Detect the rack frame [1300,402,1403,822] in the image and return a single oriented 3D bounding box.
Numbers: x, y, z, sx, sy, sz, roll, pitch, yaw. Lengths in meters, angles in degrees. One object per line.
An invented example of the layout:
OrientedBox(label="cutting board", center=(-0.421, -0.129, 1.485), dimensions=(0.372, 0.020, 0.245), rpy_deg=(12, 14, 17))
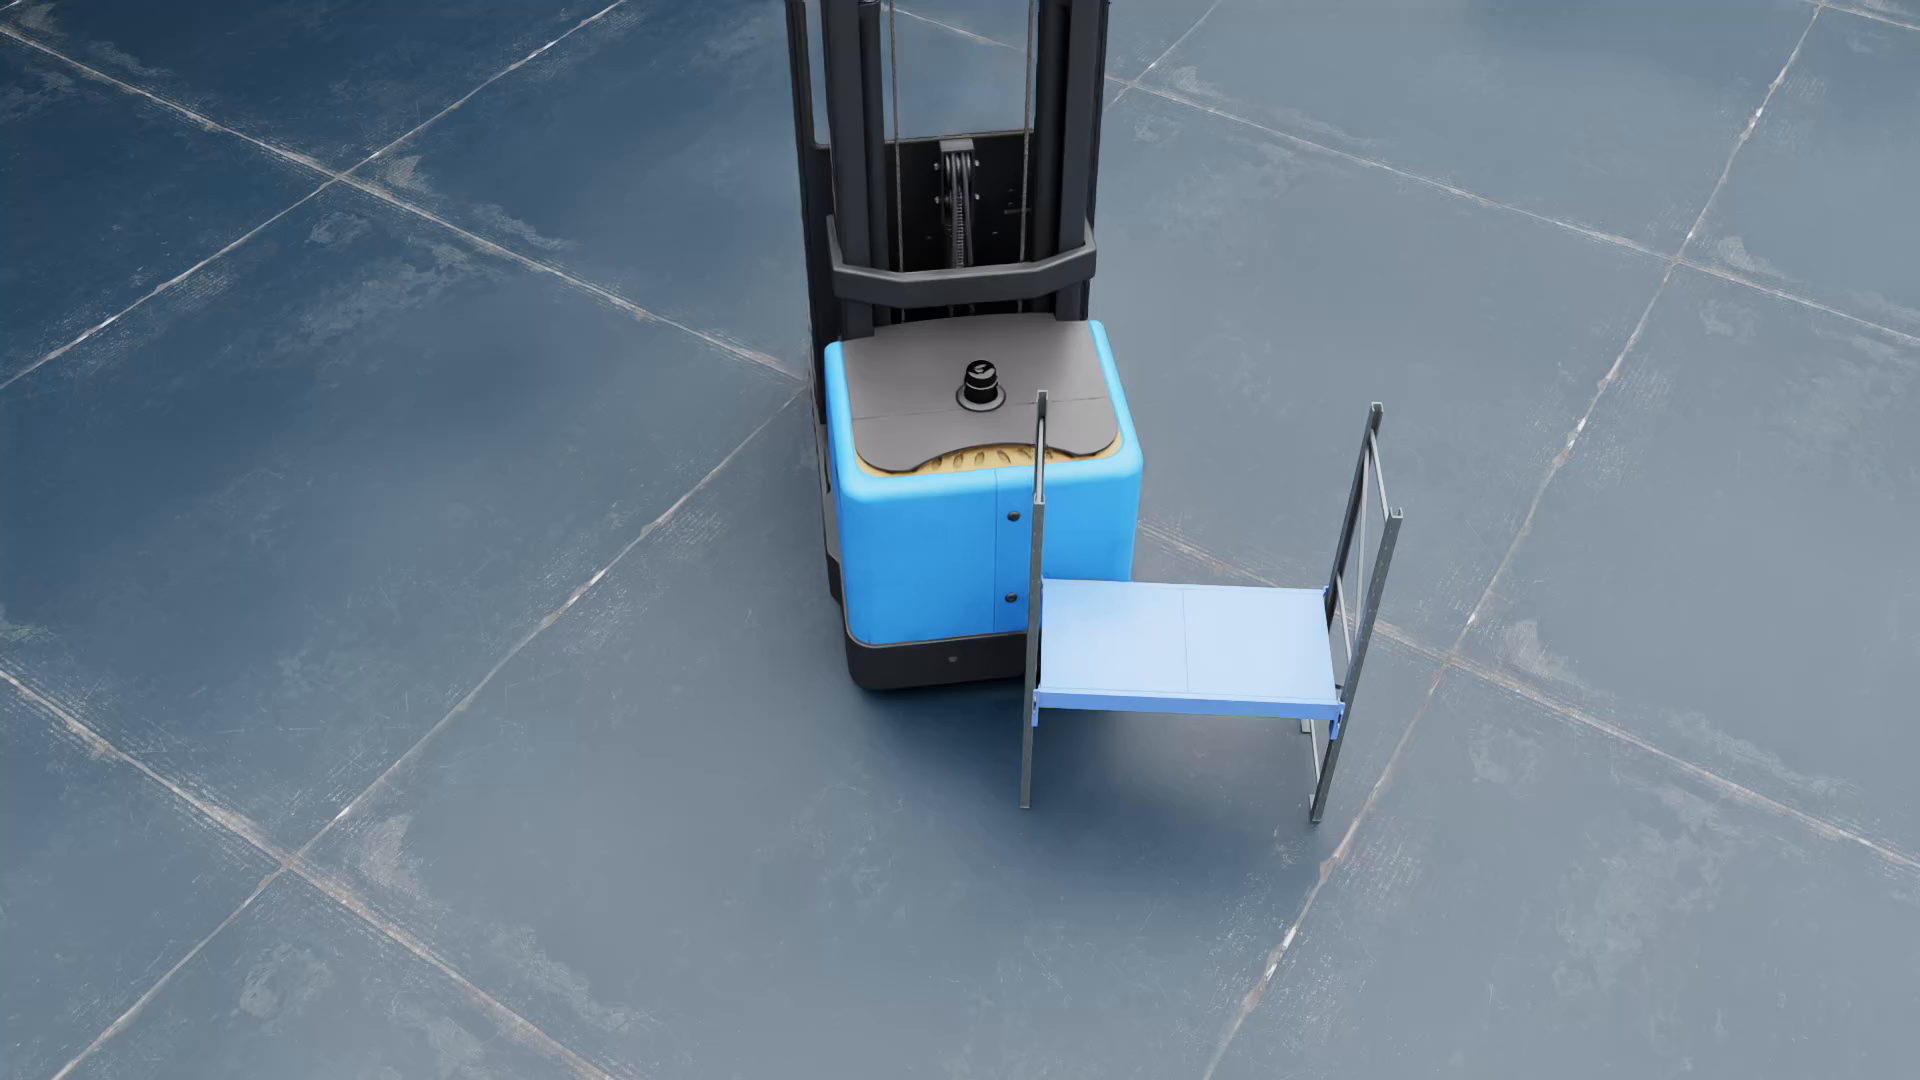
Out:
OrientedBox(label="rack frame", center=(1.256, 0.281, 5.431), dimensions=(0.032, 1.500, 0.500), rpy_deg=(2, 46, 2))

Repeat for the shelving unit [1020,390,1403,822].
OrientedBox(label="shelving unit", center=(0.748, 0.261, 5.451), dimensions=(1.048, 1.500, 0.538), rpy_deg=(2, 46, 2))

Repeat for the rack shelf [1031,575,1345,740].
OrientedBox(label="rack shelf", center=(0.748, 0.386, 5.580), dimensions=(1.000, 0.185, 0.538), rpy_deg=(2, 46, 2))

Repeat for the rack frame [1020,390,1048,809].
OrientedBox(label="rack frame", center=(0.241, 0.241, 5.470), dimensions=(0.032, 1.500, 0.500), rpy_deg=(2, 46, 2))

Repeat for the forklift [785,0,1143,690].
OrientedBox(label="forklift", center=(-0.074, -1.536, 6.199), dimensions=(1.130, 2.935, 3.031), rpy_deg=(-5, 46, -5))
